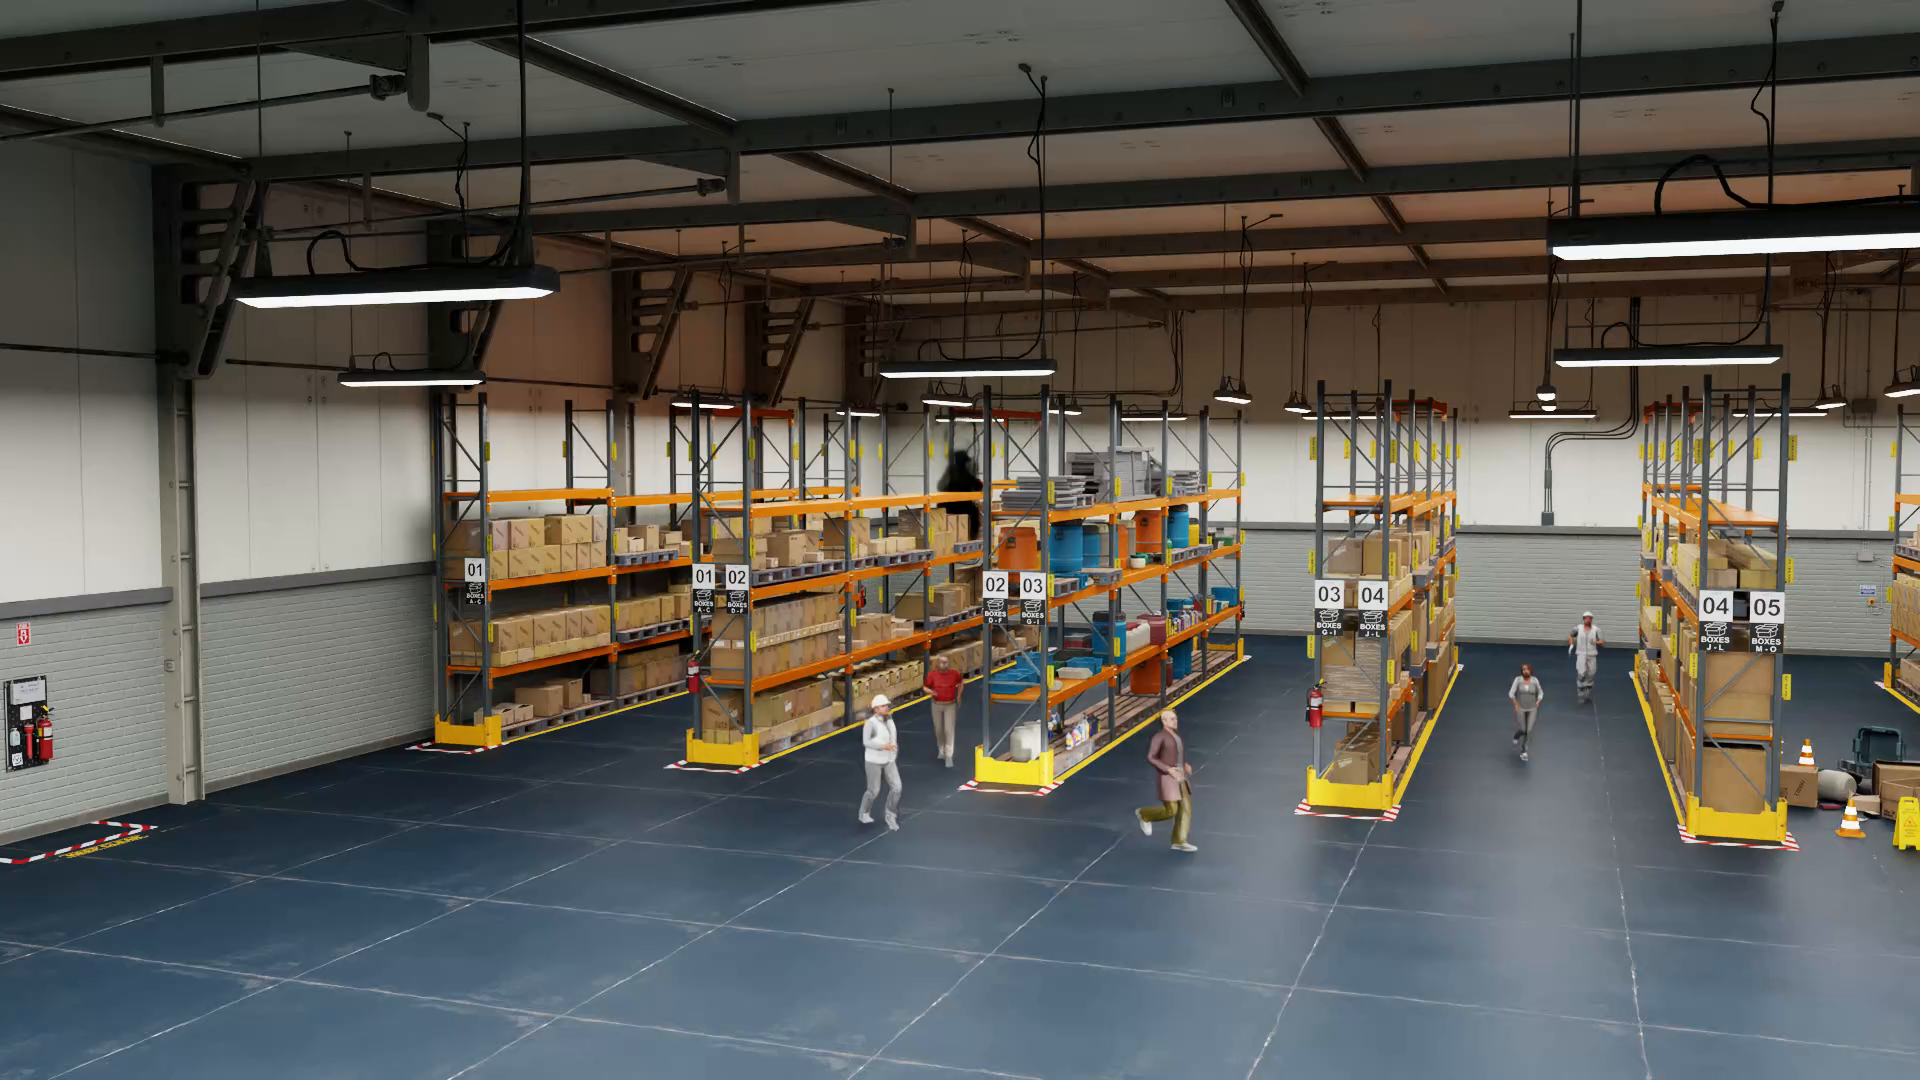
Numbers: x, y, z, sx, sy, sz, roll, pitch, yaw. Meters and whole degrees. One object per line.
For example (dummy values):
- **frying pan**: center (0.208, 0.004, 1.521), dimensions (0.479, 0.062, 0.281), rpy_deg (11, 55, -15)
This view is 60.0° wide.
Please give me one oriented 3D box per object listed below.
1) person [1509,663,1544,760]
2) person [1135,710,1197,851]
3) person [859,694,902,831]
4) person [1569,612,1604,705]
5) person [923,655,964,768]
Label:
- **person**: center (9.246, 2.797, 27.146), dimensions (0.532, 1.553, 0.586), rpy_deg (1, 3, 12)
- **person**: center (2.637, 3.015, 20.933), dimensions (0.888, 1.750, 0.710), rpy_deg (3, 4, 43)
- **person**: center (-1.035, 2.963, 22.017), dimensions (0.675, 1.850, 0.748), rpy_deg (-3, 4, -43)
- **person**: center (12.474, 2.343, 33.129), dimensions (0.648, 1.843, 0.777), rpy_deg (1, 3, 14)
- **person**: center (-0.282, 2.728, 26.641), dimensions (0.625, 1.787, 0.823), rpy_deg (0, 3, 5)
